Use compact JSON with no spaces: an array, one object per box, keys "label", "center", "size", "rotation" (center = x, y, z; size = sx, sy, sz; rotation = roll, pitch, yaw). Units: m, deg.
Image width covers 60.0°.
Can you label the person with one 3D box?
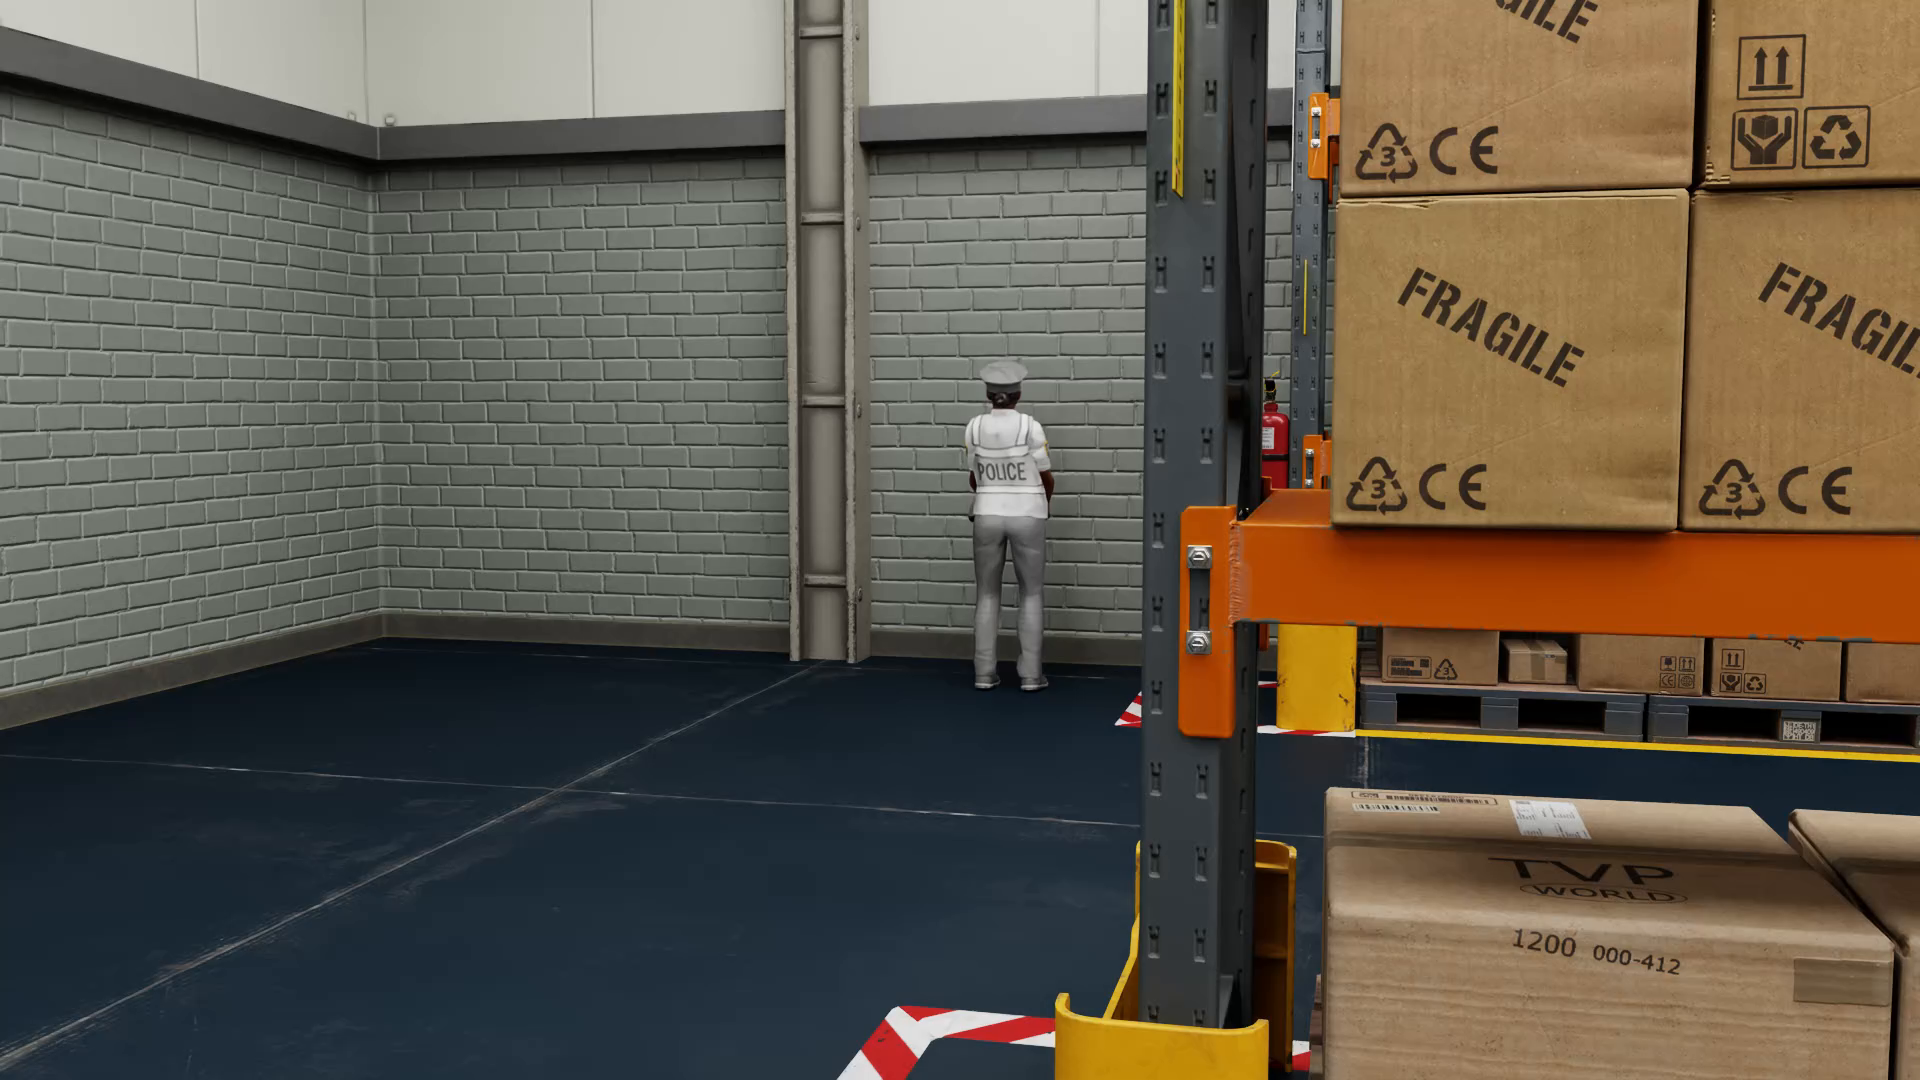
[{"label":"person","center":[0.272,-0.080,8.574],"size":[0.450,1.688,0.530],"rotation":[1,5,15]}]
